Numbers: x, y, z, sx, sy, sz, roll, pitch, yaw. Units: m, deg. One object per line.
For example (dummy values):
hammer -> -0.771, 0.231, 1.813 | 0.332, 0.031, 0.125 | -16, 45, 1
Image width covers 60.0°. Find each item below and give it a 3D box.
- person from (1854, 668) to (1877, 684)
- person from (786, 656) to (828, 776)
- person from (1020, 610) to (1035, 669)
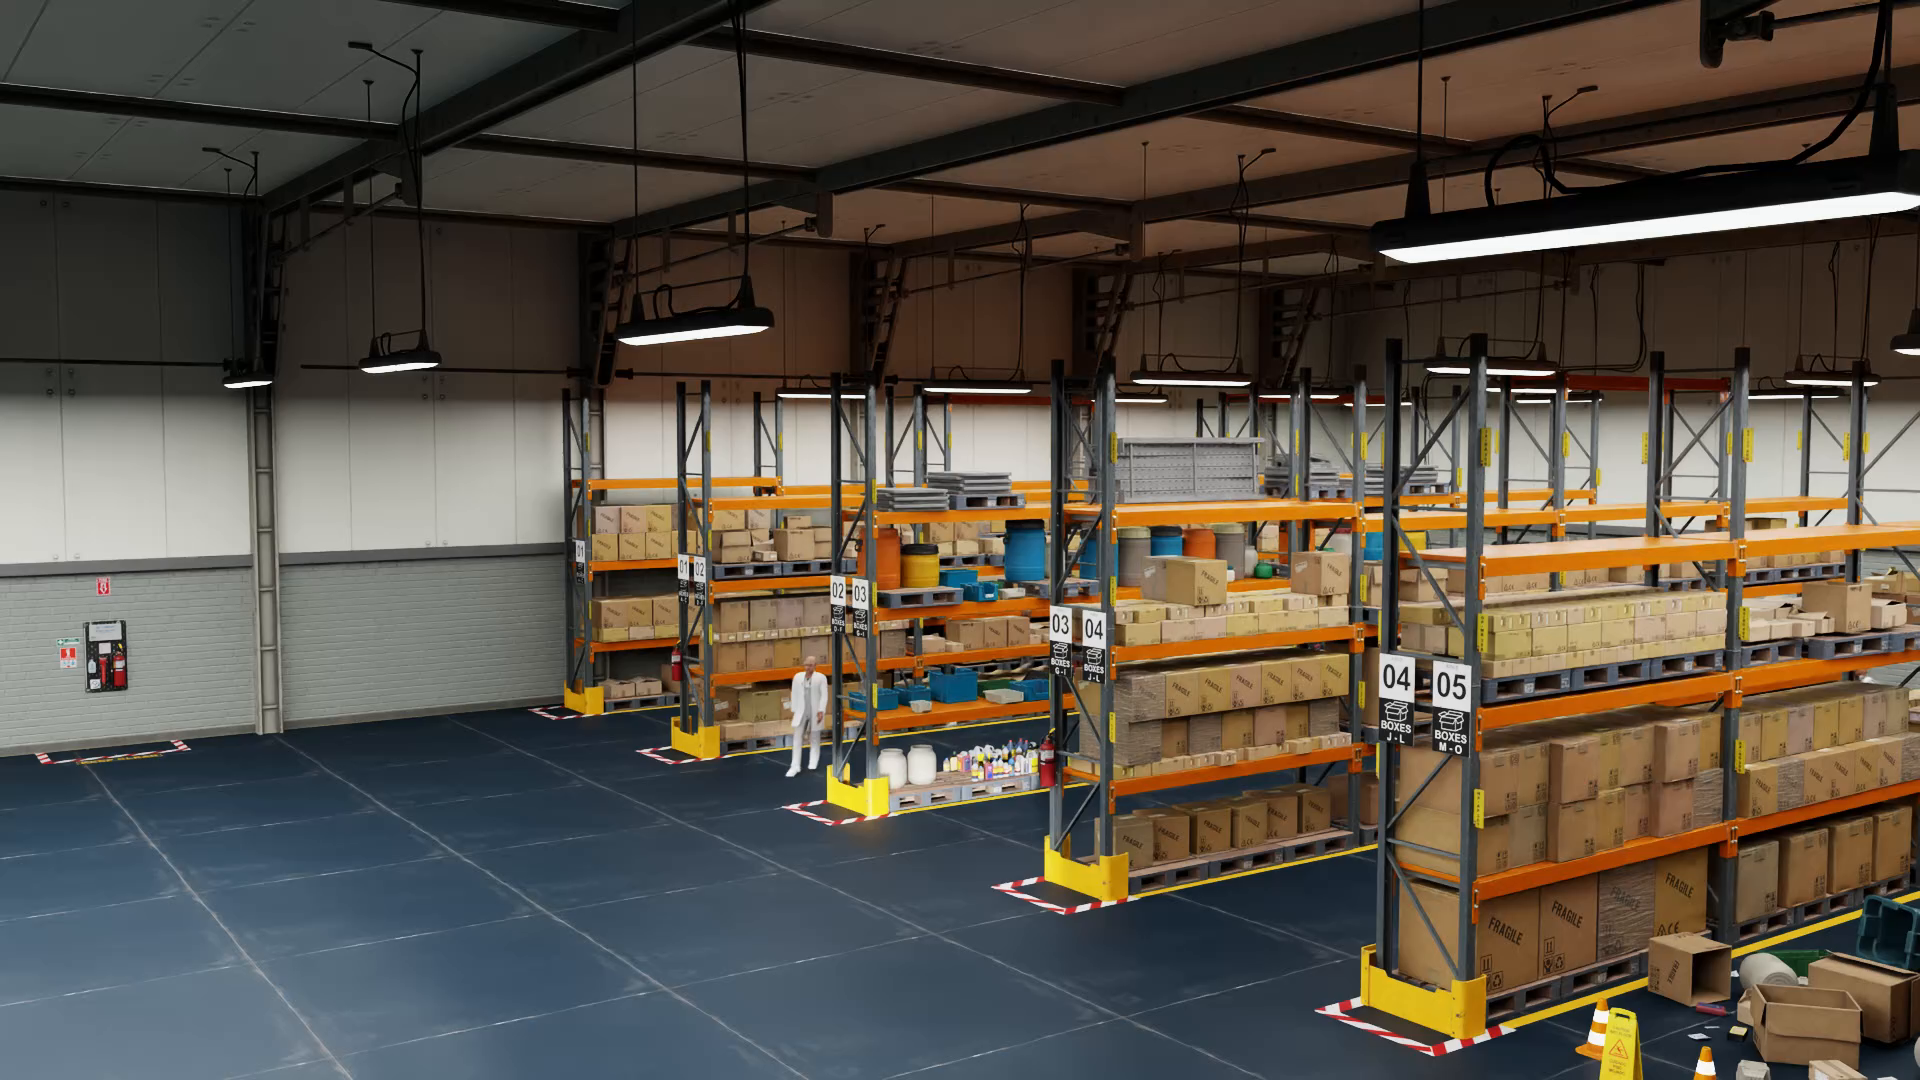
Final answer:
person -> 13.783, 2.656, 25.496 | 1.074, 1.713, 0.541 | -2, 4, -34
person -> -2.302, 2.647, 25.264 | 0.596, 1.753, 0.898 | 0, 4, 1
person -> 1.280, 2.197, 33.812 | 0.439, 1.599, 0.448 | 0, 4, -6
